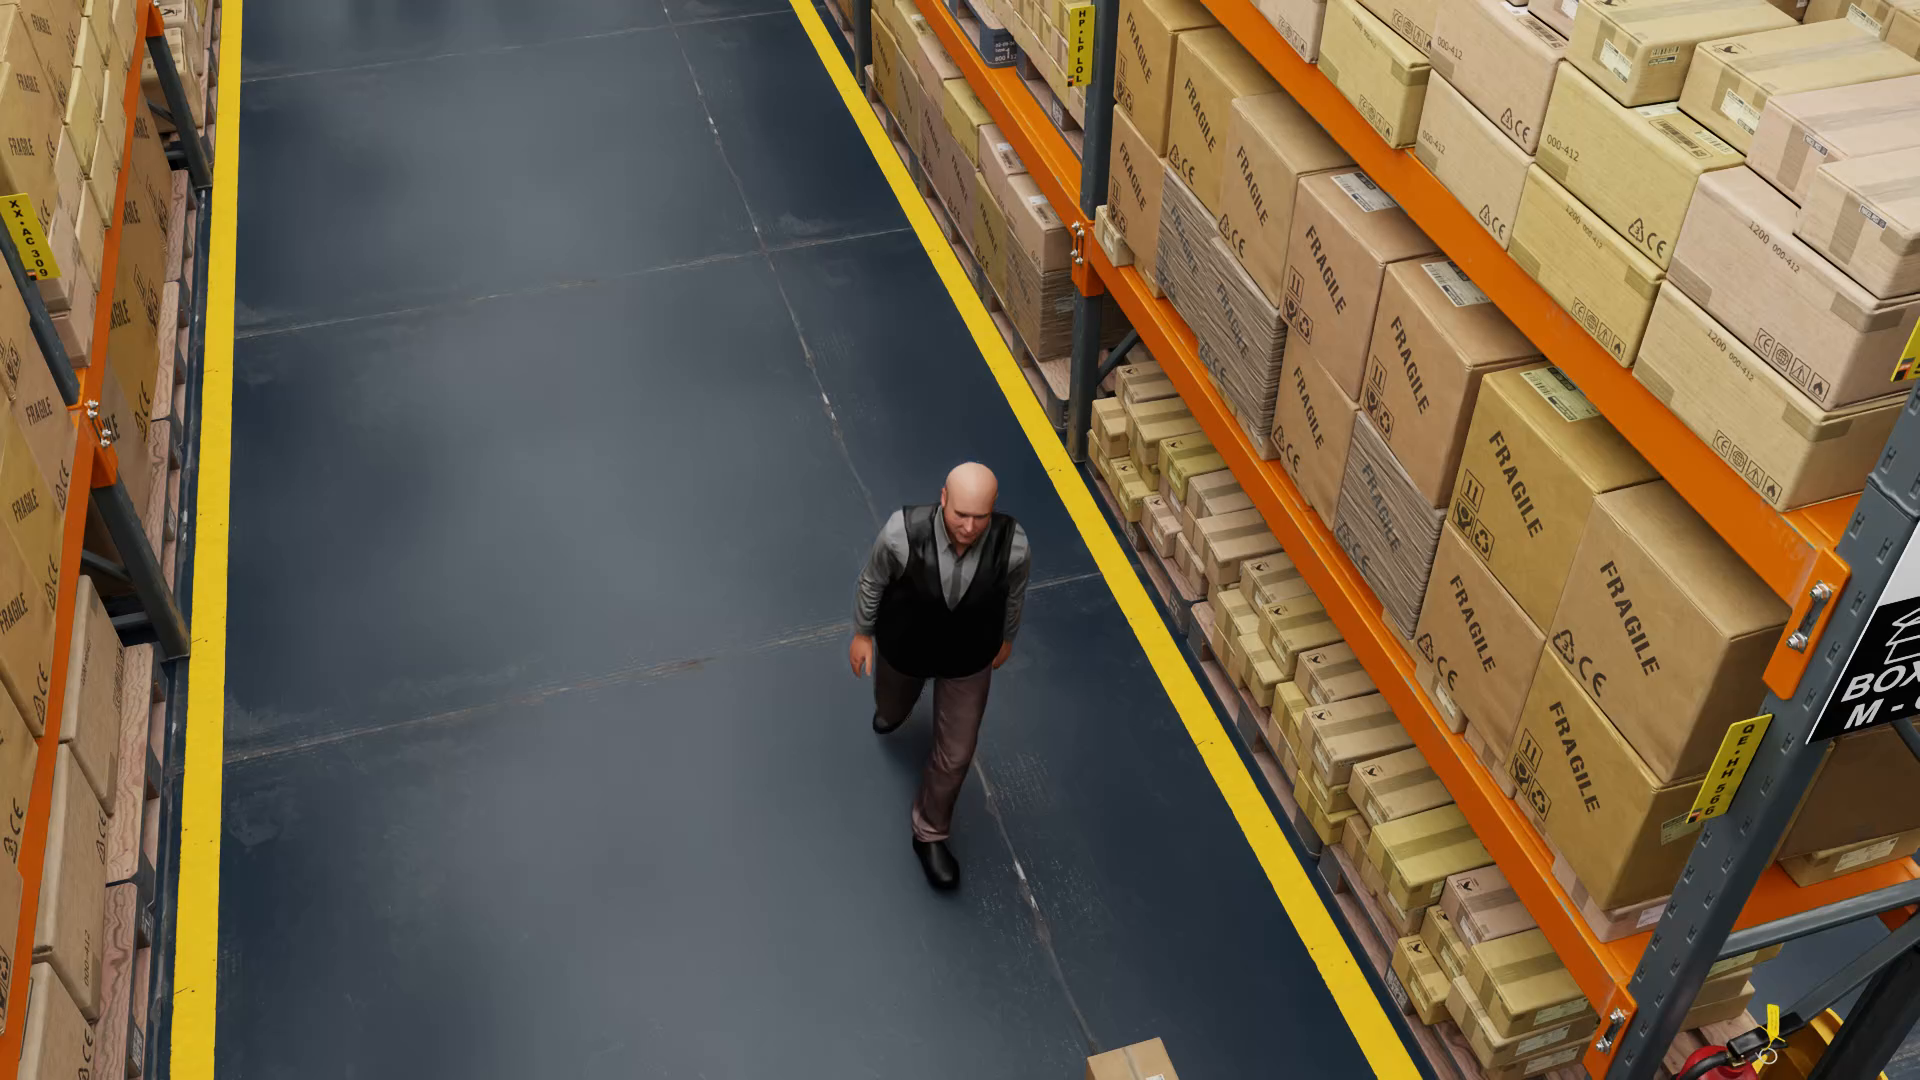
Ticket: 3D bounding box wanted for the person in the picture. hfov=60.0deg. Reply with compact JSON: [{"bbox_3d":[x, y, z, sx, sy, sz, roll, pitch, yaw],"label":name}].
[{"bbox_3d":[-0.060,0.404,5.822,0.602,1.586,0.883,-4,42,-4],"label":"person"}]
